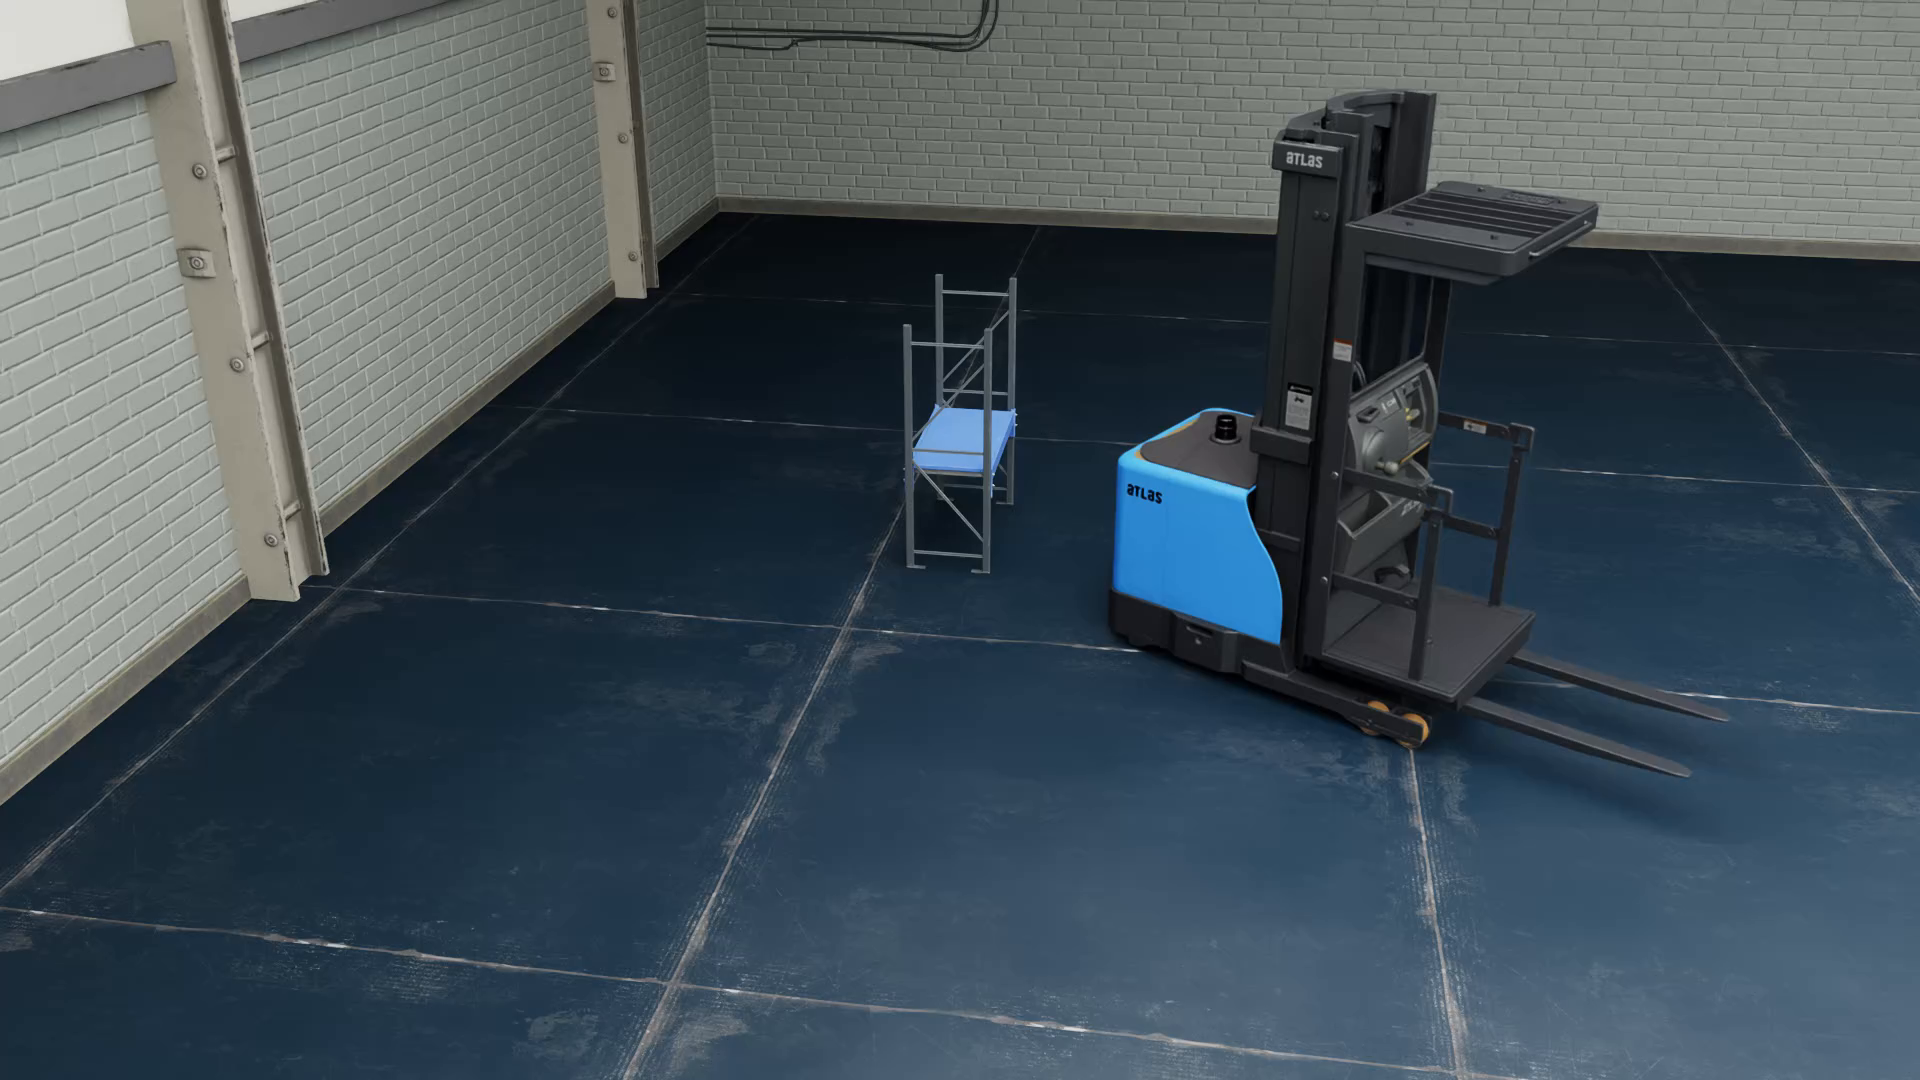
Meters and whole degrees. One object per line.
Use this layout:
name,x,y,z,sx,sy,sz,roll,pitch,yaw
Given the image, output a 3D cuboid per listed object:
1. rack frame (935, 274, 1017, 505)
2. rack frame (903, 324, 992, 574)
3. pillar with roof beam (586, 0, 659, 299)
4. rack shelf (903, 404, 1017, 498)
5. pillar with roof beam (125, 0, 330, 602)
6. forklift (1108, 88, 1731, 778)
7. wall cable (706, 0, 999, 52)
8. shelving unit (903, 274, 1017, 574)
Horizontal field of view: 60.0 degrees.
rack frame,0.097,-0.928,10.462,0.500,1.500,0.032,4,25,9
rack frame,-0.069,-0.502,9.554,0.500,1.500,0.032,4,25,9
pillar with roof beam,1.313,-6.028,12.514,9.100,9.000,0.400,4,25,9
rack shelf,0.014,-0.552,10.085,0.538,0.185,1.000,4,25,9
pillar with roof beam,0.332,-3.519,7.153,9.100,9.000,0.400,4,25,9
forklift,2.279,-0.569,8.009,3.031,2.935,1.130,18,31,34
wall cable,-1.149,-6.061,16.246,3.097,2.526,0.112,4,25,9
shelving unit,0.014,-0.715,10.008,0.538,1.500,1.048,4,25,9
